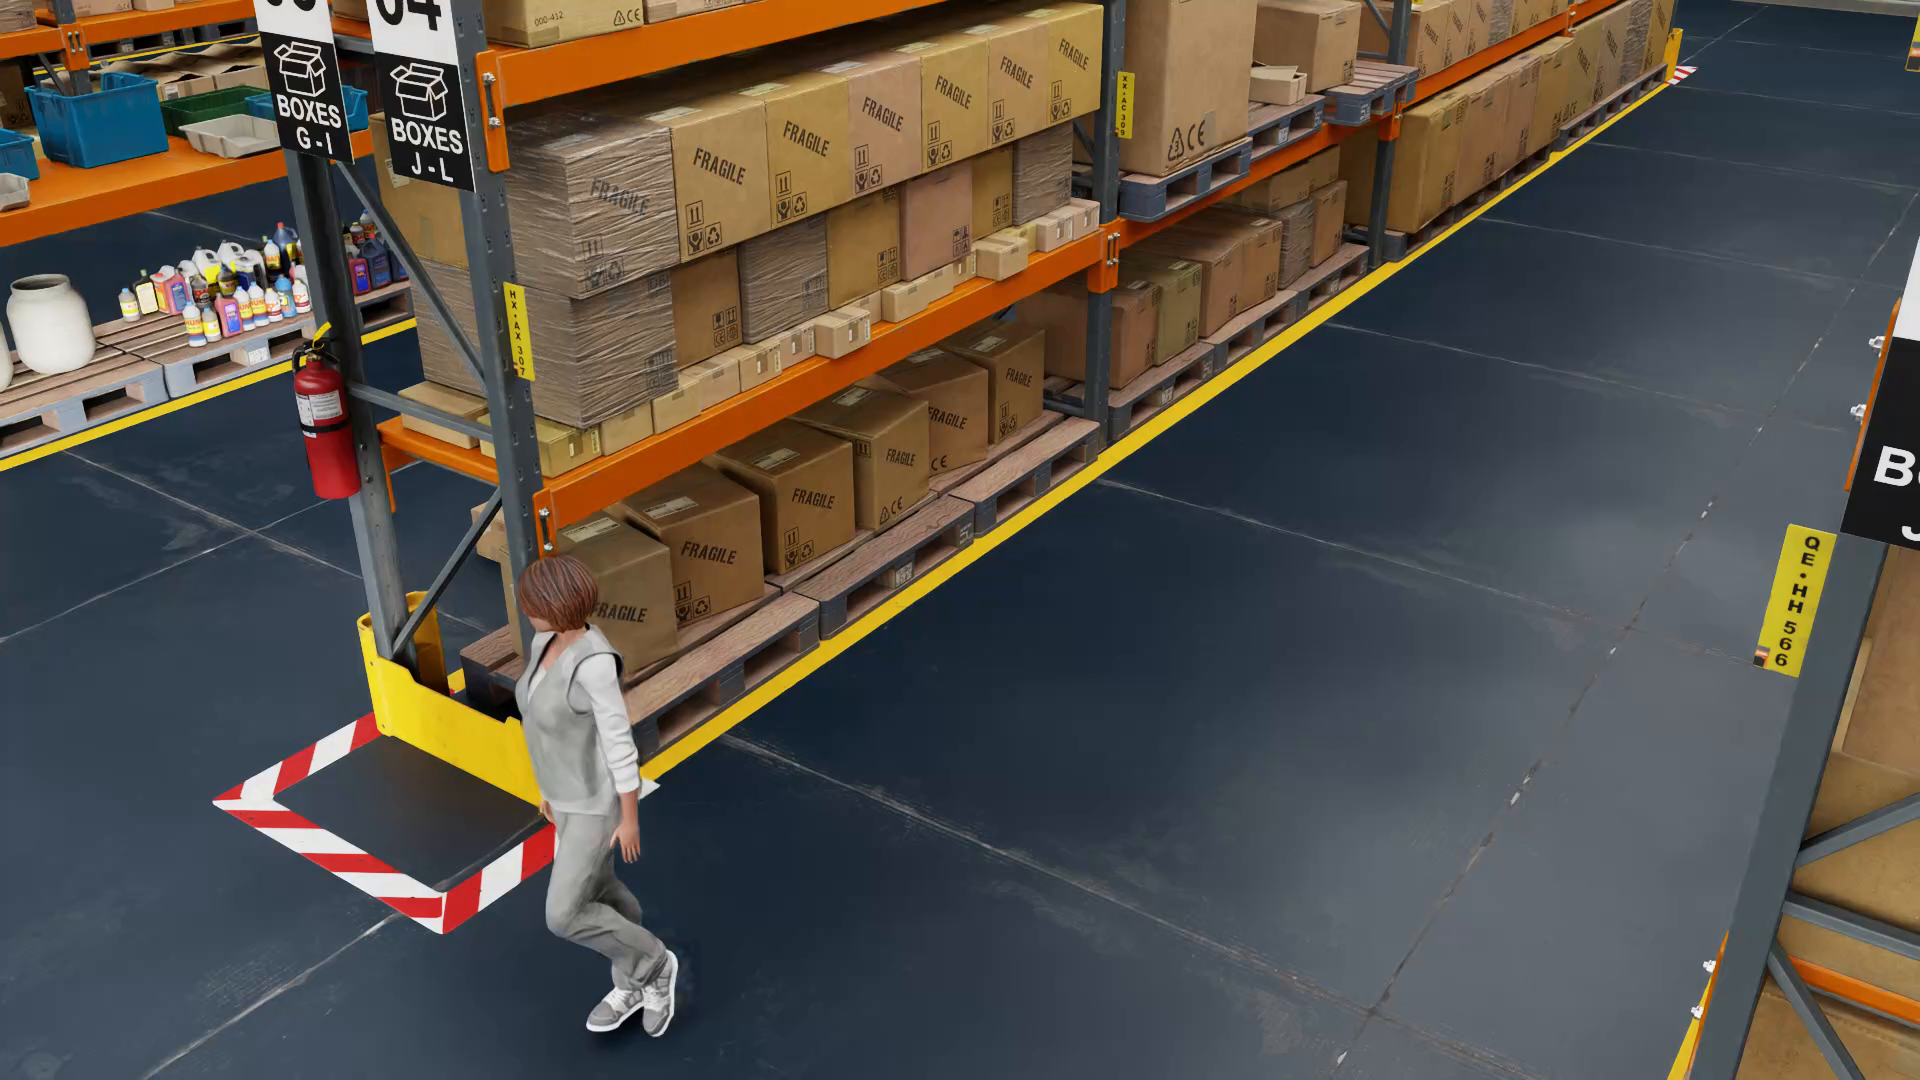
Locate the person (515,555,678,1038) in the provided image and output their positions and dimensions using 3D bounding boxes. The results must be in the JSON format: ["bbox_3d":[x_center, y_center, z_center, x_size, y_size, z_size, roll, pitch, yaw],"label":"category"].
[{"bbox_3d":[-1.148,0.803,5.029,0.388,1.578,0.503,-18,33,-31],"label":"person"}]
